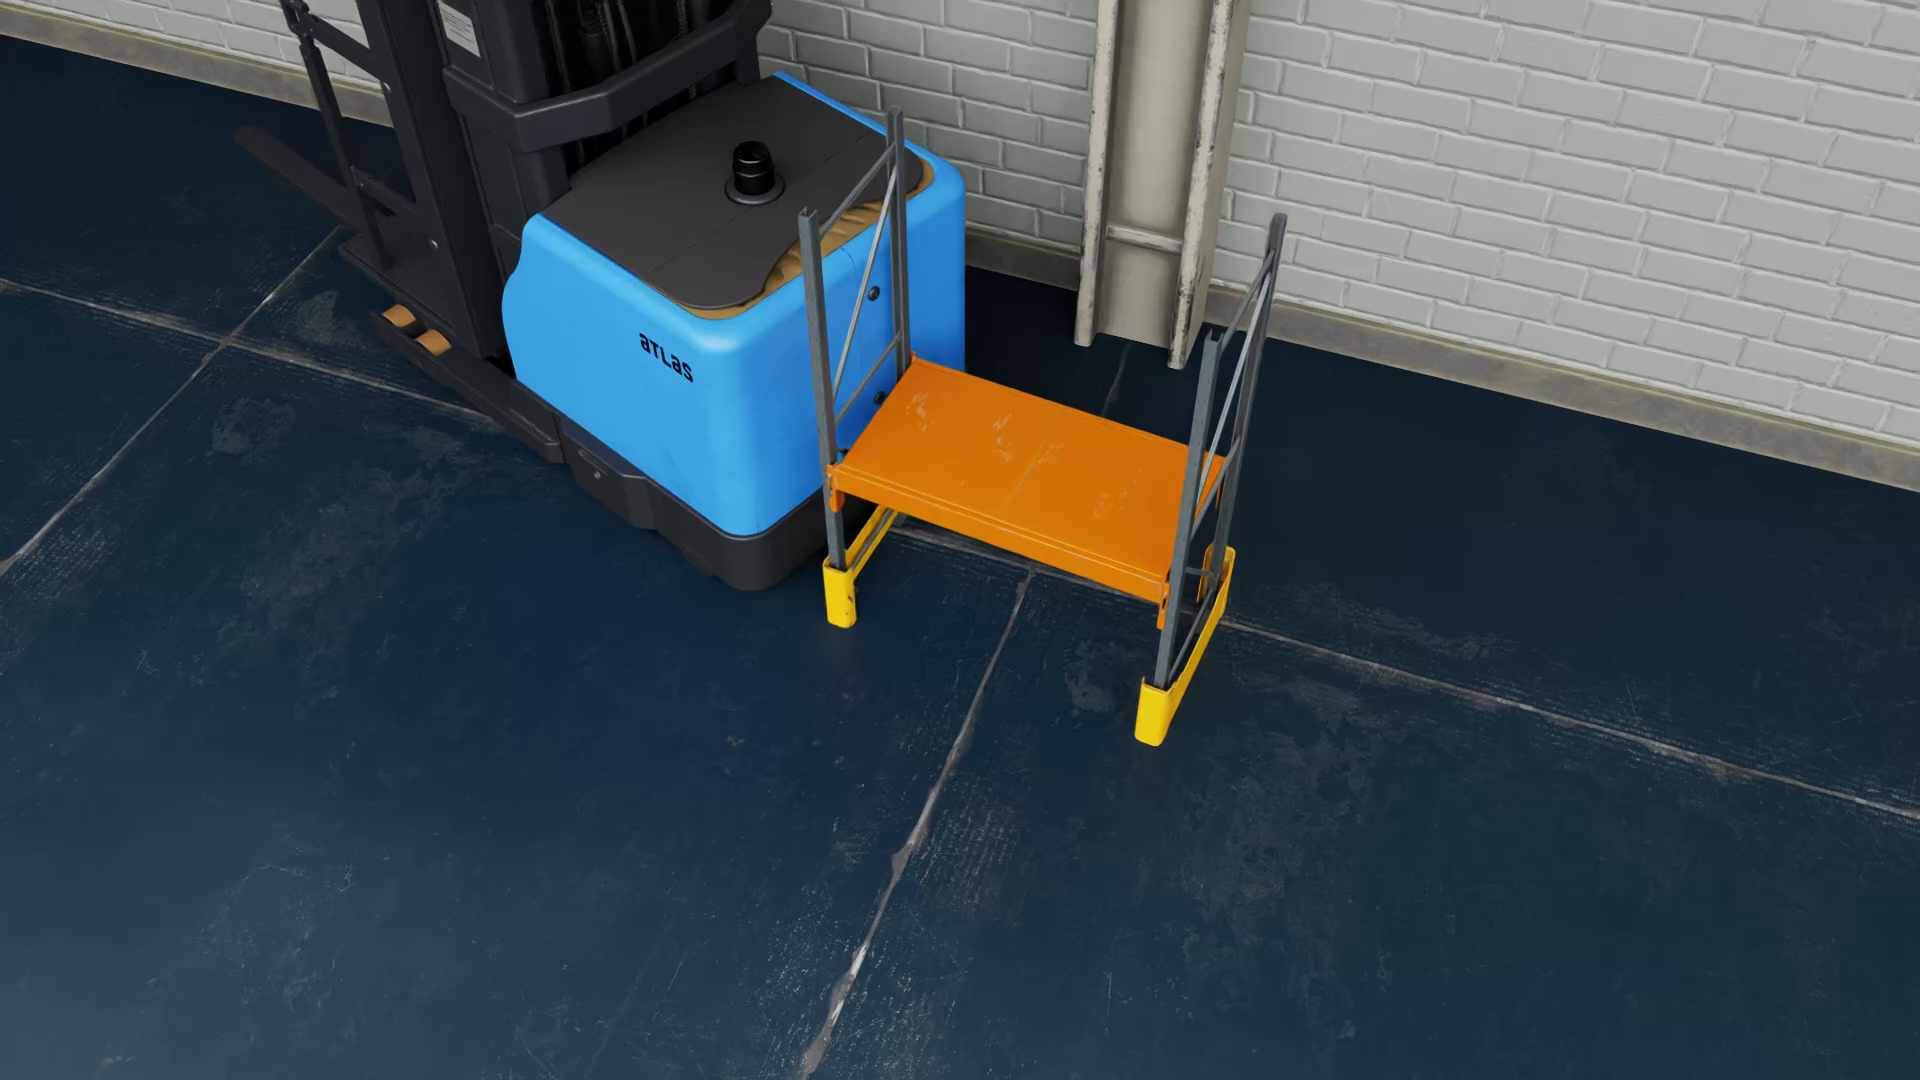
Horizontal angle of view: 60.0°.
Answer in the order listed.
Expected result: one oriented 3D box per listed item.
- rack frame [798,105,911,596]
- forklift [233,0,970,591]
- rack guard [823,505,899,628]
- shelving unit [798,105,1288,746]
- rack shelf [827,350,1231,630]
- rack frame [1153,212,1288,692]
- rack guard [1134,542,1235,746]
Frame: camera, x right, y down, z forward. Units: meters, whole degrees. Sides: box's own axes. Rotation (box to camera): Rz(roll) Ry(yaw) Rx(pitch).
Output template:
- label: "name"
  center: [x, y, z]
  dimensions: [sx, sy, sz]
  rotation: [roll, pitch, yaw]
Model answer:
- label: "rack frame"
  center: [-0.264, -0.439, 4.638]
  dimensions: [0.032, 1.500, 0.500]
  rotation: [20, 52, 16]
- label: "forklift"
  center: [-1.403, -1.782, 4.854]
  dimensions: [3.031, 2.935, 1.130]
  rotation: [34, 57, 26]
- label: "rack guard"
  center: [-0.246, -0.024, 5.105]
  dimensions: [0.087, 0.250, 0.587]
  rotation: [20, 52, 16]
- label: "shelving unit"
  center: [0.204, -0.272, 4.494]
  dimensions: [1.083, 1.500, 0.587]
  rotation: [20, 52, 16]
- label: "rack shelf"
  center: [0.196, -0.158, 4.632]
  dimensions: [1.000, 0.185, 0.538]
  rotation: [20, 52, 16]
- label: "rack frame"
  center: [0.656, -0.111, 4.354]
  dimensions: [0.032, 1.500, 0.500]
  rotation: [20, 52, 16]
- label: "rack guard"
  center: [0.655, 0.298, 4.827]
  dimensions: [0.087, 0.250, 0.587]
  rotation: [20, 52, 16]
